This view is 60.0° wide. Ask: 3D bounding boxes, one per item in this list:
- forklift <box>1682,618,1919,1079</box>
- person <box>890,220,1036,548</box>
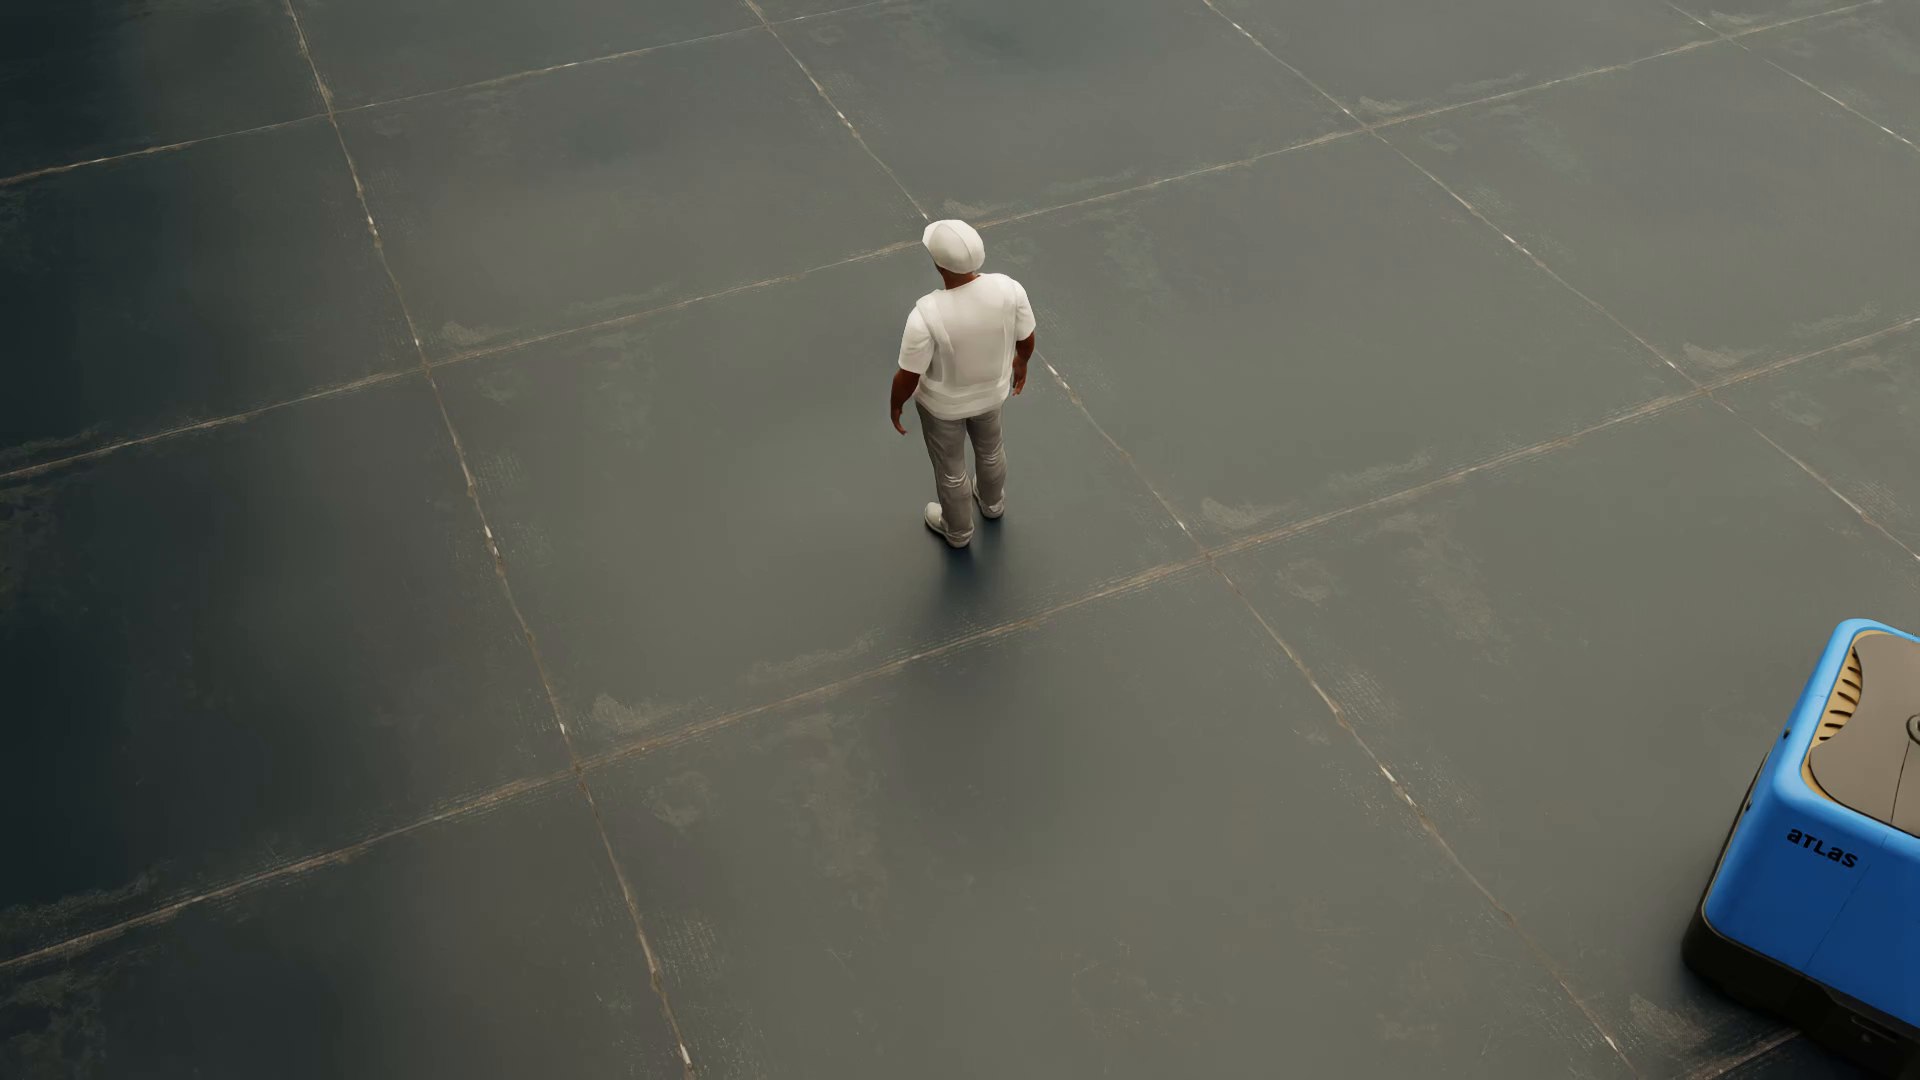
[{"bbox_3d":[4.152,0.812,4.810,3.031,2.935,1.130,25,49,24],"label":"forklift"},{"bbox_3d":[-0.023,-0.696,7.269,0.665,1.765,0.577,-18,46,-18],"label":"person"}]
